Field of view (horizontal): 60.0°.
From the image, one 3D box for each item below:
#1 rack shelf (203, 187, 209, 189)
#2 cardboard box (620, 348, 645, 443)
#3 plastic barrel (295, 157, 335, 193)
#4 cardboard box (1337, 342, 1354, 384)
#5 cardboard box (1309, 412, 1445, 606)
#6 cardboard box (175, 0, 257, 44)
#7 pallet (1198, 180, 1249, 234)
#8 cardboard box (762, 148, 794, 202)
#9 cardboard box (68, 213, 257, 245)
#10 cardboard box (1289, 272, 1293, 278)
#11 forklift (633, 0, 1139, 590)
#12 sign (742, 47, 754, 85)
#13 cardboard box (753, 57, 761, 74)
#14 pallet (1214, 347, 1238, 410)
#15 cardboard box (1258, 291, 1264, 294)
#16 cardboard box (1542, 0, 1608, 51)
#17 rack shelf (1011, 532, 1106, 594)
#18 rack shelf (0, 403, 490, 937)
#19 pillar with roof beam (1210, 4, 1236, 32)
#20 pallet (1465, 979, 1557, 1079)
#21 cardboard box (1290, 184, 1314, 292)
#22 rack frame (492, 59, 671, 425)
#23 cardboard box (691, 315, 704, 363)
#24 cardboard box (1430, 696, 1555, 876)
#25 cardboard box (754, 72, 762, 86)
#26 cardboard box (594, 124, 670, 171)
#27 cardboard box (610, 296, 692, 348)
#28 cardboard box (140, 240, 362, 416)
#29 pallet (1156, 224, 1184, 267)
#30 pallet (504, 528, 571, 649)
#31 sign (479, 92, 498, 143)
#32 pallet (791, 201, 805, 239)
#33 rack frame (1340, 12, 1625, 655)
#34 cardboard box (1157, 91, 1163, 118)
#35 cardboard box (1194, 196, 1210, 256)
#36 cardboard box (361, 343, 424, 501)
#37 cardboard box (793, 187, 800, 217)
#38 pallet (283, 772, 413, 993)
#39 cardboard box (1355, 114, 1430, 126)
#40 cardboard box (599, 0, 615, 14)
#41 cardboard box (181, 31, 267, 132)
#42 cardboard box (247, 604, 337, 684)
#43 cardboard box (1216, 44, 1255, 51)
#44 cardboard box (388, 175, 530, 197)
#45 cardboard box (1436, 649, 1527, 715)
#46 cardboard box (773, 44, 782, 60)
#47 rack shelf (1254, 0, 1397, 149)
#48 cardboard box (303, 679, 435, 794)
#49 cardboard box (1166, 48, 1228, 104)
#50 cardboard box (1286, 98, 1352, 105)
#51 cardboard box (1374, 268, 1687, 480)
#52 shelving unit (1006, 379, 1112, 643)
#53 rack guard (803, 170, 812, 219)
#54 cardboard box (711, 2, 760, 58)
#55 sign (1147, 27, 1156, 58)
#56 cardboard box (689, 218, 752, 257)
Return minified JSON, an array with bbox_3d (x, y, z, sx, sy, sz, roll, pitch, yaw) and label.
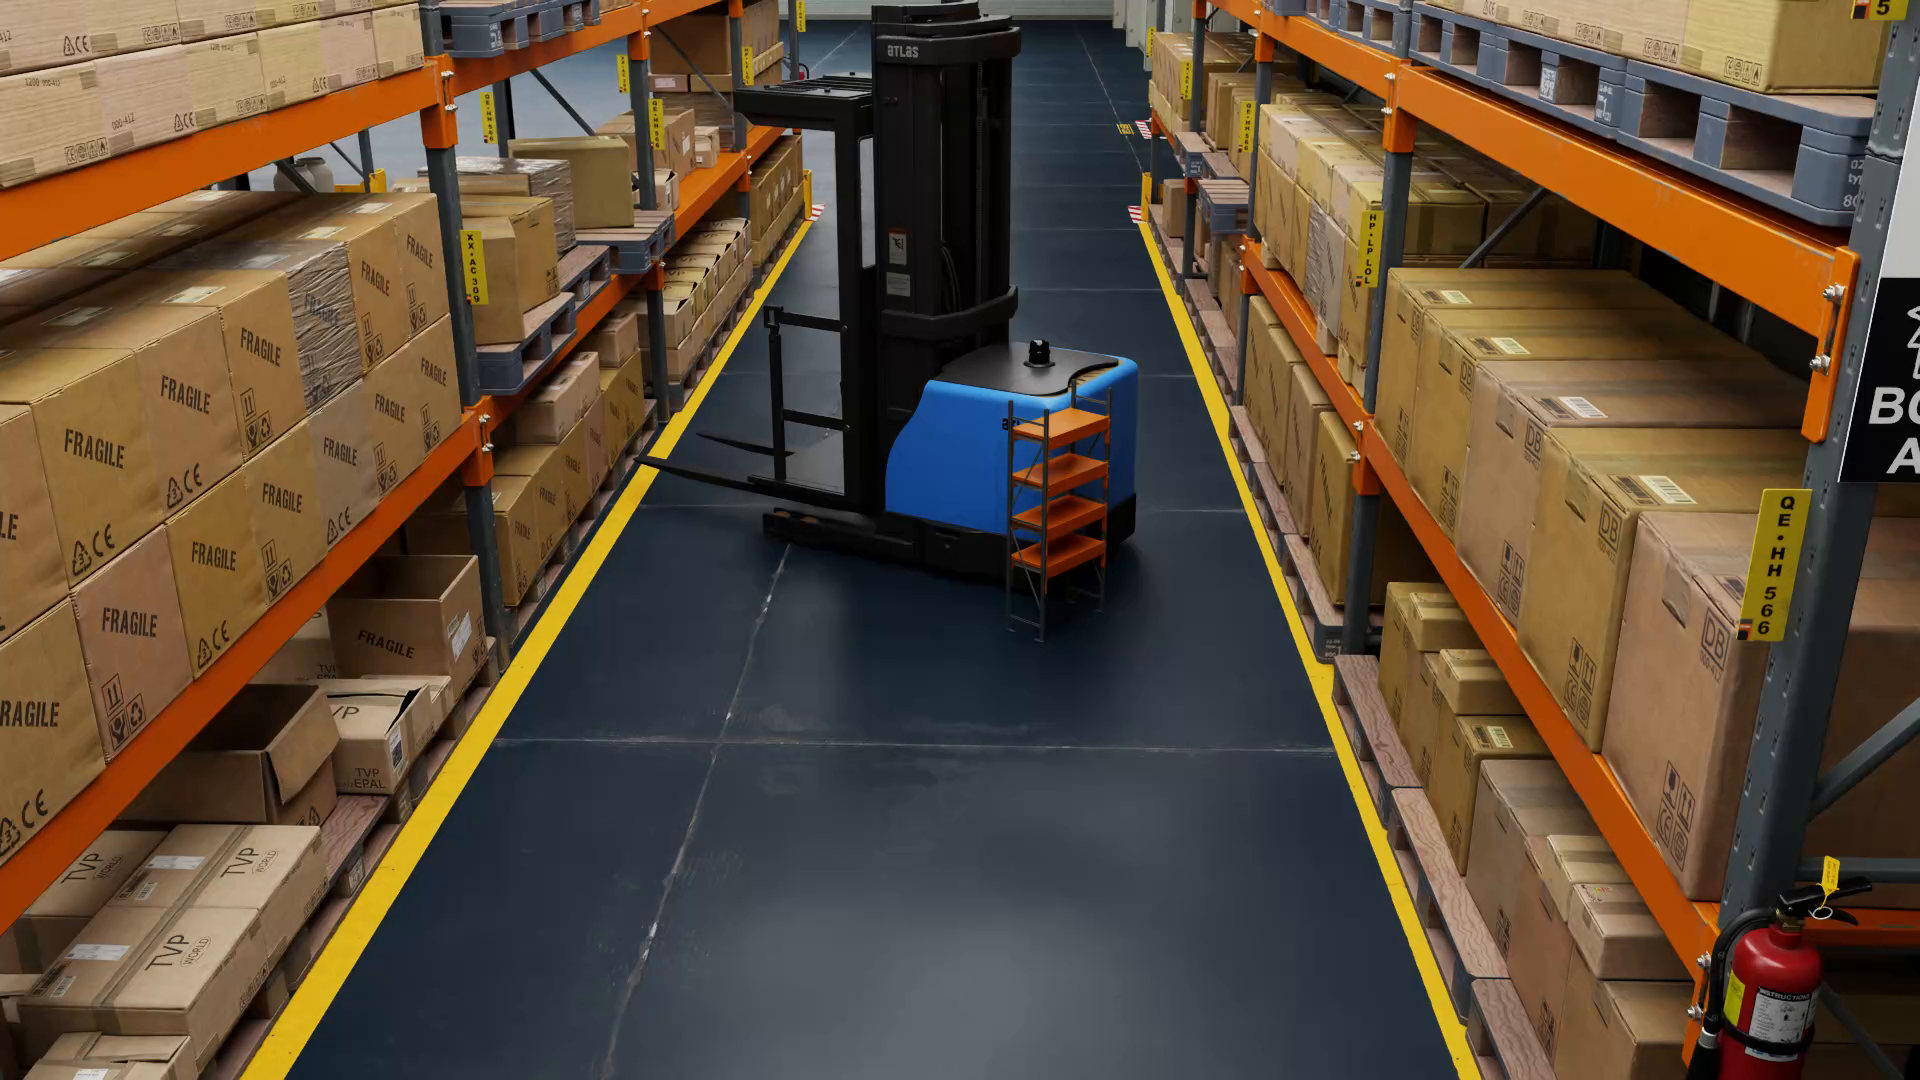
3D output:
[{"bbox_3d":[-7.430,-2.675,13.272,1.077,0.370,4.000,1,21,2],"label":"rack shelf"},{"bbox_3d":[-2.333,-0.931,10.628,0.500,0.500,0.500,1,21,4],"label":"cardboard box"},{"bbox_3d":[-7.191,-3.977,18.491,0.421,0.512,0.421,0,21,0],"label":"plastic barrel"},{"bbox_3d":[2.002,-0.841,7.870,0.380,0.149,0.250,1,21,3],"label":"cardboard box"},{"bbox_3d":[2.180,-0.162,8.192,0.750,0.750,0.750,1,21,2],"label":"cardboard box"},{"bbox_3d":[-2.457,-1.626,4.942,0.500,0.250,0.500,1,21,2],"label":"cardboard box"},{"bbox_3d":[2.327,-2.348,11.699,1.213,0.211,1.003,1,21,2],"label":"pallet"},{"bbox_3d":[-2.031,-3.829,17.434,0.500,0.500,0.500,1,21,2],"label":"cardboard box"},{"bbox_3d":[-2.972,-0.944,6.296,0.500,0.500,0.500,0,21,0],"label":"cardboard box"},{"bbox_3d":[2.177,-1.676,10.021,0.380,0.149,0.250,0,21,1],"label":"cardboard box"},{"bbox_3d":[-0.537,-1.481,9.295,3.031,2.935,1.130,12,24,28],"label":"forklift"},{"bbox_3d":[-1.875,-4.178,14.660,0.100,0.325,0.005,1,21,2],"label":"sign"},{"bbox_3d":[-2.173,-4.682,16.414,0.380,0.149,0.250,0,21,1],"label":"cardboard box"},{"bbox_3d":[2.437,-1.161,12.229,1.003,0.211,1.213,1,21,2],"label":"pallet"},{"bbox_3d":[2.514,-1.664,12.519,0.700,0.500,0.500,1,21,2],"label":"cardboard box"},{"bbox_3d":[1.951,-1.501,4.593,0.500,0.250,0.500,0,21,0],"label":"cardboard box"},{"bbox_3d":[0.487,0.102,8.341,0.258,0.148,0.480,18,27,38],"label":"rack shelf"},{"bbox_3d":[-2.722,0.273,5.673,1.077,0.370,4.000,1,21,2],"label":"rack shelf"},{"bbox_3d":[-0.622,-9.822,22.403,9.100,9.000,0.400,1,21,2],"label":"pillar with roof beam"},{"bbox_3d":[2.115,1.724,4.794,1.003,0.211,1.213,1,21,2],"label":"pallet"},{"bbox_3d":[2.092,-1.643,9.040,0.500,0.500,0.500,1,21,3],"label":"cardboard box"},{"bbox_3d":[-2.540,-2.232,11.134,1.000,3.000,0.127,1,21,2],"label":"rack frame"},{"bbox_3d":[-2.216,-1.513,12.503,0.500,0.250,0.500,0,21,0],"label":"cardboard box"},{"bbox_3d":[2.129,0.874,6.005,0.700,0.500,0.500,1,21,3],"label":"cardboard box"},{"bbox_3d":[-2.368,-4.442,16.693,0.700,0.500,0.500,1,21,3],"label":"cardboard box"},{"bbox_3d":[-2.505,-2.885,12.680,0.500,0.500,0.500,0,21,-1],"label":"cardboard box"},{"bbox_3d":[-2.230,-1.593,11.934,0.500,0.311,0.500,1,21,3],"label":"cardboard box"},{"bbox_3d":[-2.446,-0.745,5.782,0.500,0.500,0.500,1,21,2],"label":"cardboard box"},{"bbox_3d":[2.553,-3.010,16.995,1.003,0.211,1.213,1,21,2],"label":"pallet"},{"bbox_3d":[-2.674,0.220,8.670,1.003,0.211,1.213,1,21,2],"label":"pallet"},{"bbox_3d":[-3.094,-2.776,10.937,0.100,0.325,0.005,1,21,2],"label":"sign"},{"bbox_3d":[-2.278,-3.547,18.379,1.003,0.211,1.213,1,21,2],"label":"pallet"},{"bbox_3d":[2.290,-0.732,7.269,1.000,3.000,0.127,1,21,2],"label":"rack frame"},{"bbox_3d":[2.300,-4.465,17.071,0.500,0.250,0.500,0,21,1],"label":"cardboard box"},{"bbox_3d":[2.525,-3.040,16.065,0.500,0.500,0.500,-1,21,-2],"label":"cardboard box"},{"bbox_3d":[-2.434,-0.462,6.435,0.500,0.500,0.500,1,21,3],"label":"cardboard box"},{"bbox_3d":[-2.020,-3.660,18.036,0.500,0.250,0.500,1,21,2],"label":"cardboard box"},{"bbox_3d":[-2.717,1.205,6.131,1.003,0.211,1.213,1,21,2],"label":"pallet"},{"bbox_3d":[2.638,-2.369,9.873,0.500,0.250,0.500,0,21,0],"label":"cardboard box"},{"bbox_3d":[-2.535,-3.334,9.690,0.910,0.500,0.500,1,21,2],"label":"cardboard box"},{"bbox_3d":[-2.463,-1.393,5.033,0.500,0.250,0.500,1,21,2],"label":"cardboard box"},{"bbox_3d":[-2.890,0.412,7.428,0.500,0.311,0.500,1,21,2],"label":"cardboard box"},{"bbox_3d":[2.802,-4.636,16.474,0.500,0.500,0.500,1,21,2],"label":"cardboard box"},{"bbox_3d":[-2.669,-1.667,8.960,0.700,0.500,0.500,-5,22,-12],"label":"cardboard box"},{"bbox_3d":[1.957,0.515,6.034,0.380,0.149,0.250,0,21,0],"label":"cardboard box"},{"bbox_3d":[-2.124,-5.238,17.848,0.380,0.149,0.250,1,21,3],"label":"cardboard box"},{"bbox_3d":[2.351,-2.518,8.721,1.077,0.370,4.000,1,21,2],"label":"rack shelf"},{"bbox_3d":[-2.418,0.743,6.575,0.500,0.311,0.500,1,21,2],"label":"cardboard box"},{"bbox_3d":[2.274,-4.451,15.996,0.500,0.500,0.500,0,21,0],"label":"cardboard box"},{"bbox_3d":[2.393,-2.858,11.104,0.380,0.149,0.250,-2,21,-5],"label":"cardboard box"},{"bbox_3d":[2.258,-0.676,6.710,0.980,0.700,0.700,1,21,2],"label":"cardboard box"},{"bbox_3d":[0.487,-0.146,8.245,0.258,1.200,0.503,18,27,38],"label":"shelving unit"},{"bbox_3d":[-2.295,-3.968,19.063,1.175,0.500,0.348,1,21,2],"label":"rack guard"},{"bbox_3d":[-2.365,-5.034,16.425,0.700,0.500,0.500,1,21,2],"label":"cardboard box"},{"bbox_3d":[2.113,-5.481,18.310,0.100,0.325,0.005,1,21,2],"label":"sign"},{"bbox_3d":[-2.144,-2.704,14.796,0.500,0.311,0.500,1,21,2],"label":"cardboard box"}]
